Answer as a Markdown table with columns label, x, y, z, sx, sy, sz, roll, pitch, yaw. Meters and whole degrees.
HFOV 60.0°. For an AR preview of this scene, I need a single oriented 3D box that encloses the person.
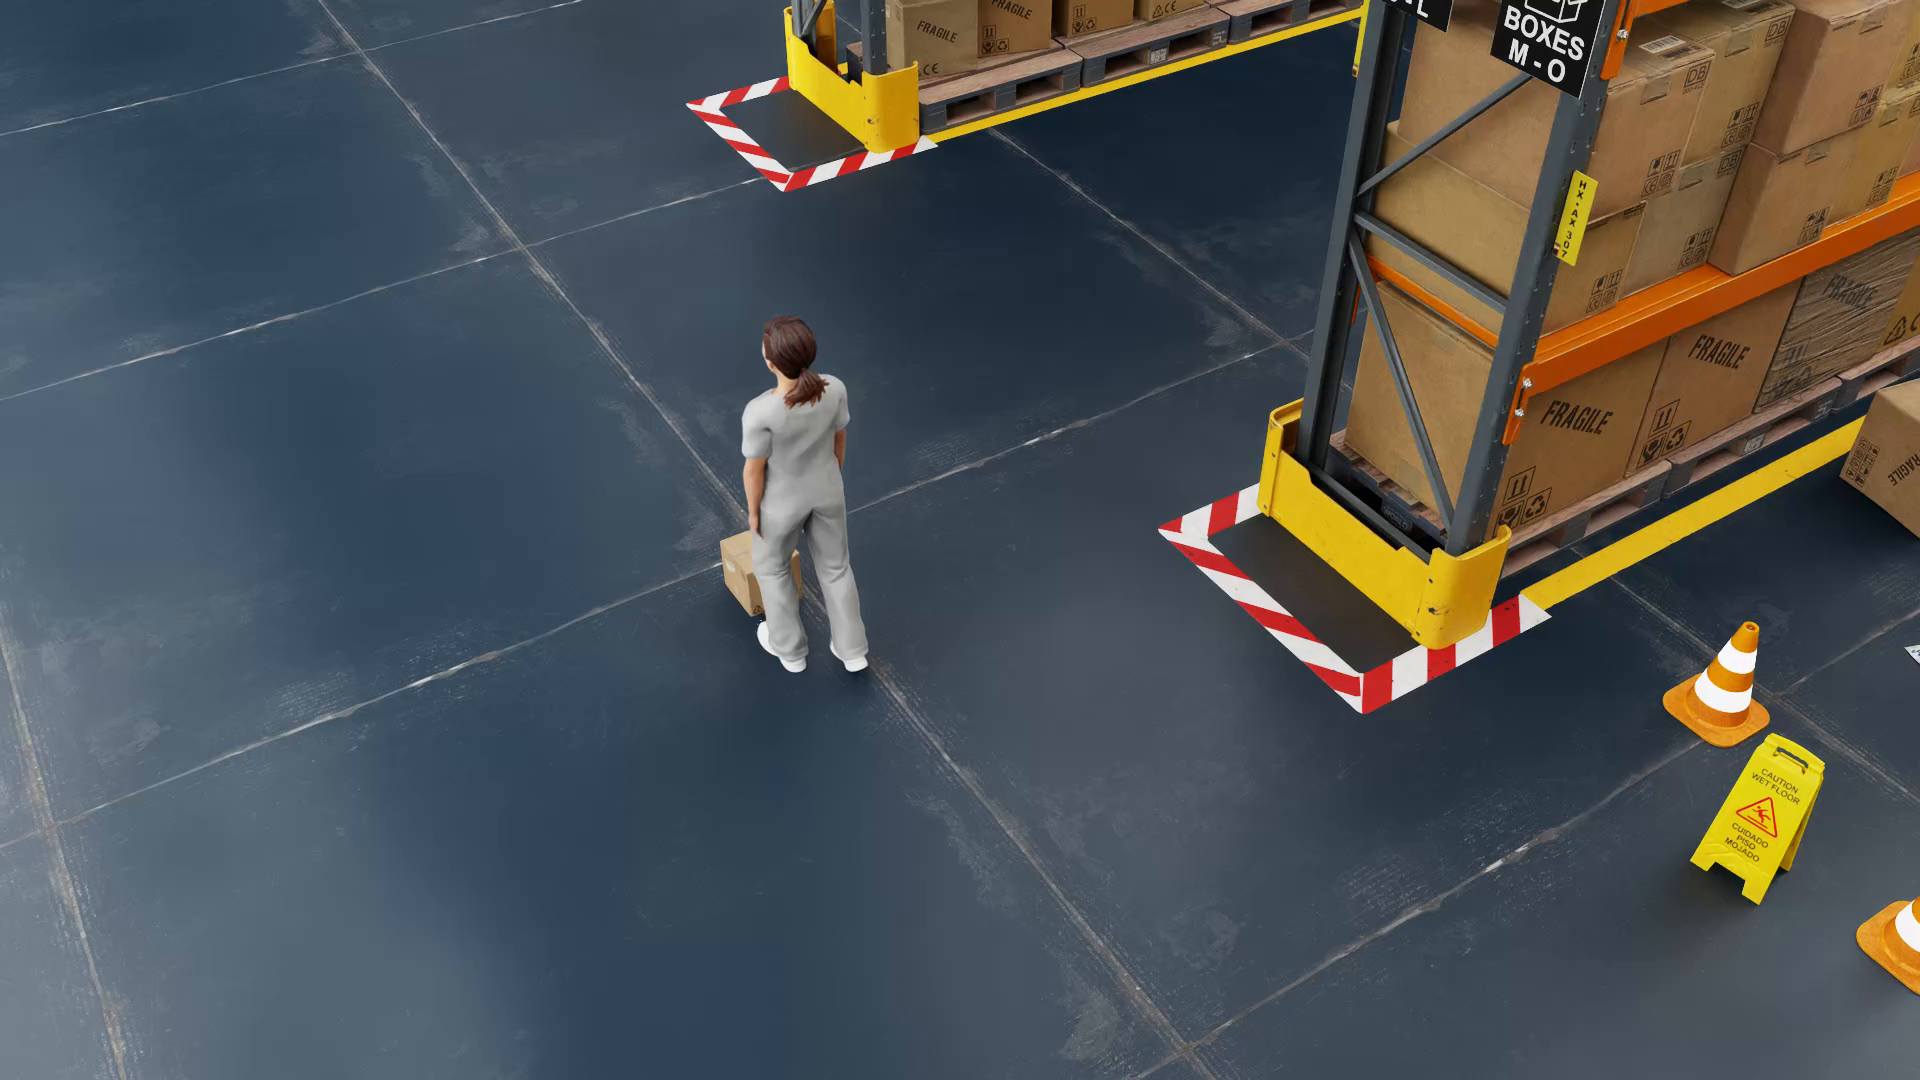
| label | x | y | z | sx | sy | sz | roll | pitch | yaw |
| --- | --- | --- | --- | --- | --- | --- | --- | --- | --- |
| person | -0.618 | -0.135 | 6.364 | 0.438 | 1.714 | 0.455 | -22 | 45 | -23 |
